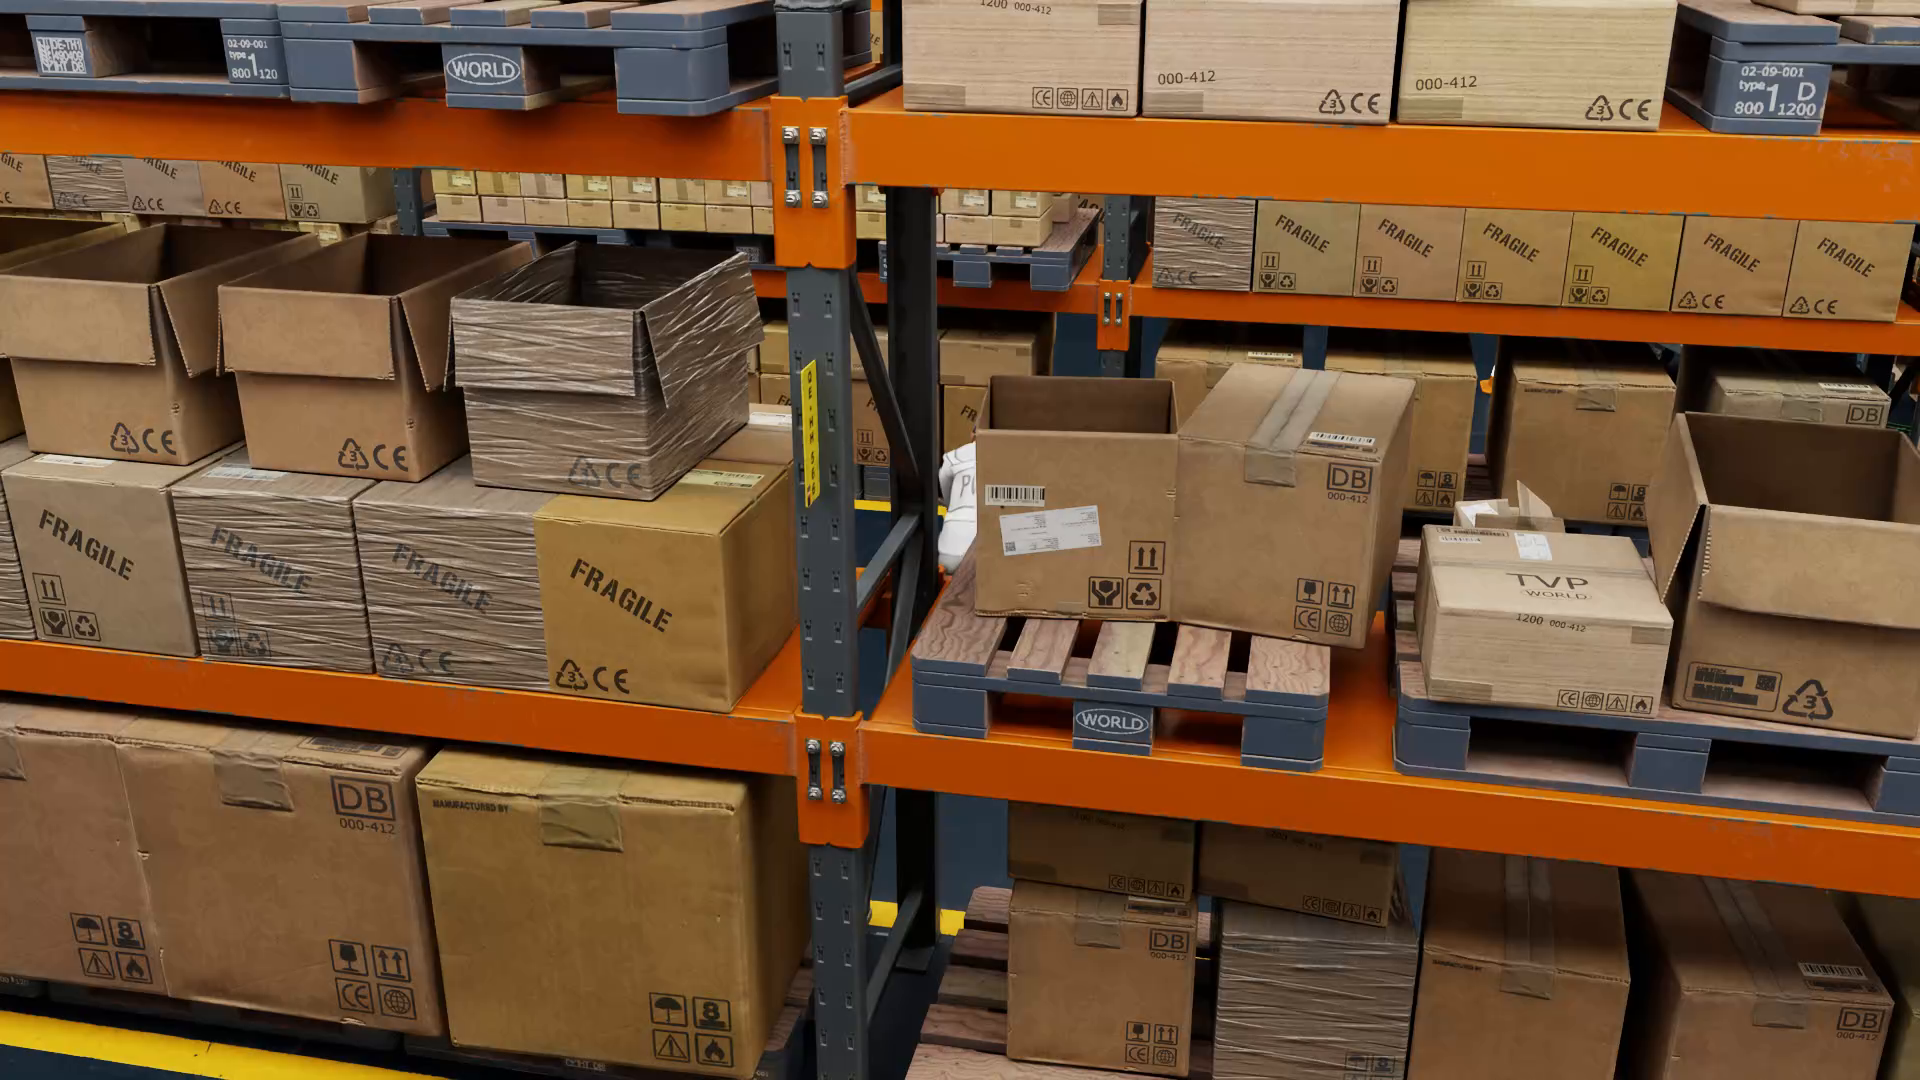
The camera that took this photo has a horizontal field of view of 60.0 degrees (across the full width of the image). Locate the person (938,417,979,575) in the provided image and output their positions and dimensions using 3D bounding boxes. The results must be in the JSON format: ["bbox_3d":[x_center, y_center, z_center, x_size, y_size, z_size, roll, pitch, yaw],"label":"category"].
[{"bbox_3d":[0.145,-0.077,7.789,0.528,0.930,0.860,4,22,11],"label":"person"}]
